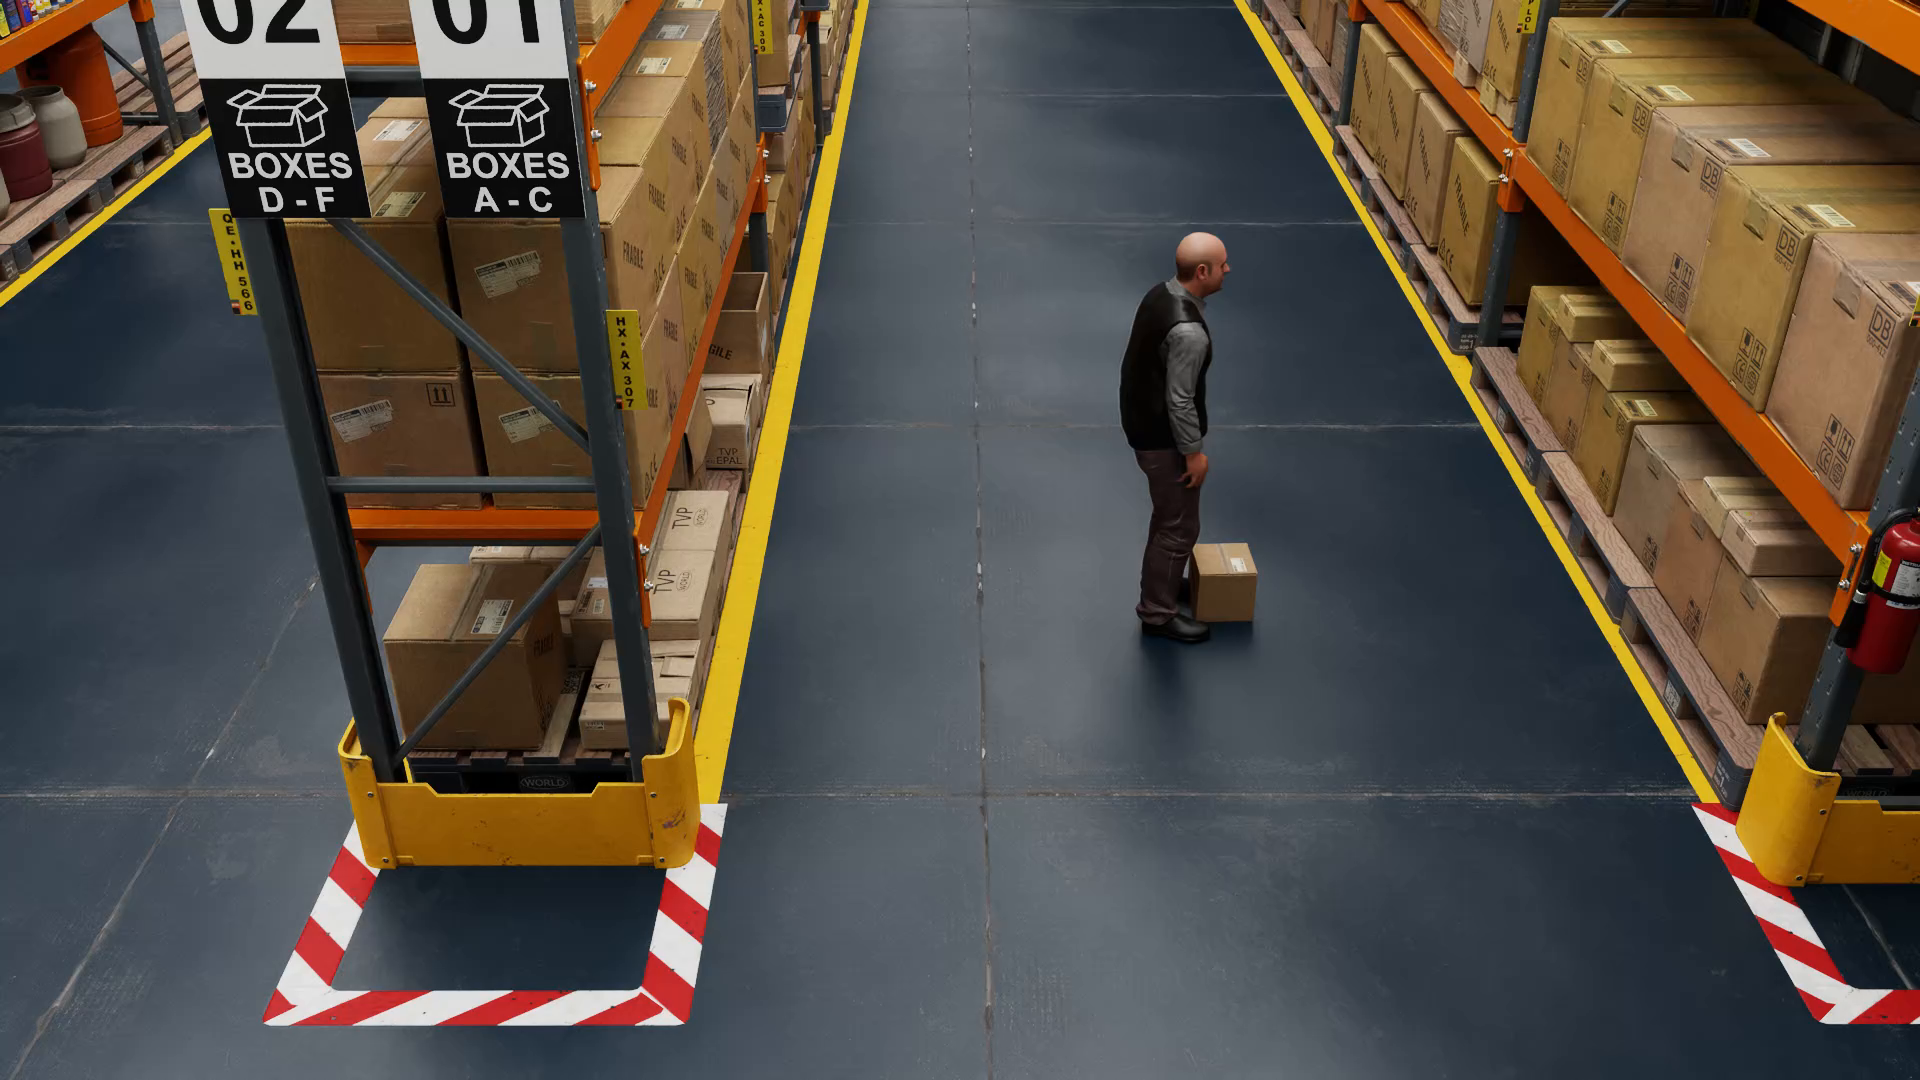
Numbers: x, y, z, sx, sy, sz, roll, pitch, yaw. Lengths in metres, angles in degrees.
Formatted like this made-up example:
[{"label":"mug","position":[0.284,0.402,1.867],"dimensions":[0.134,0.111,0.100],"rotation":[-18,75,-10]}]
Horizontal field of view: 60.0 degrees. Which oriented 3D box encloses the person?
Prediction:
[{"label":"person","position":[0.889,-0.442,6.882],"dimensions":[0.465,1.722,0.591],"rotation":[-1,31,-2]}]
